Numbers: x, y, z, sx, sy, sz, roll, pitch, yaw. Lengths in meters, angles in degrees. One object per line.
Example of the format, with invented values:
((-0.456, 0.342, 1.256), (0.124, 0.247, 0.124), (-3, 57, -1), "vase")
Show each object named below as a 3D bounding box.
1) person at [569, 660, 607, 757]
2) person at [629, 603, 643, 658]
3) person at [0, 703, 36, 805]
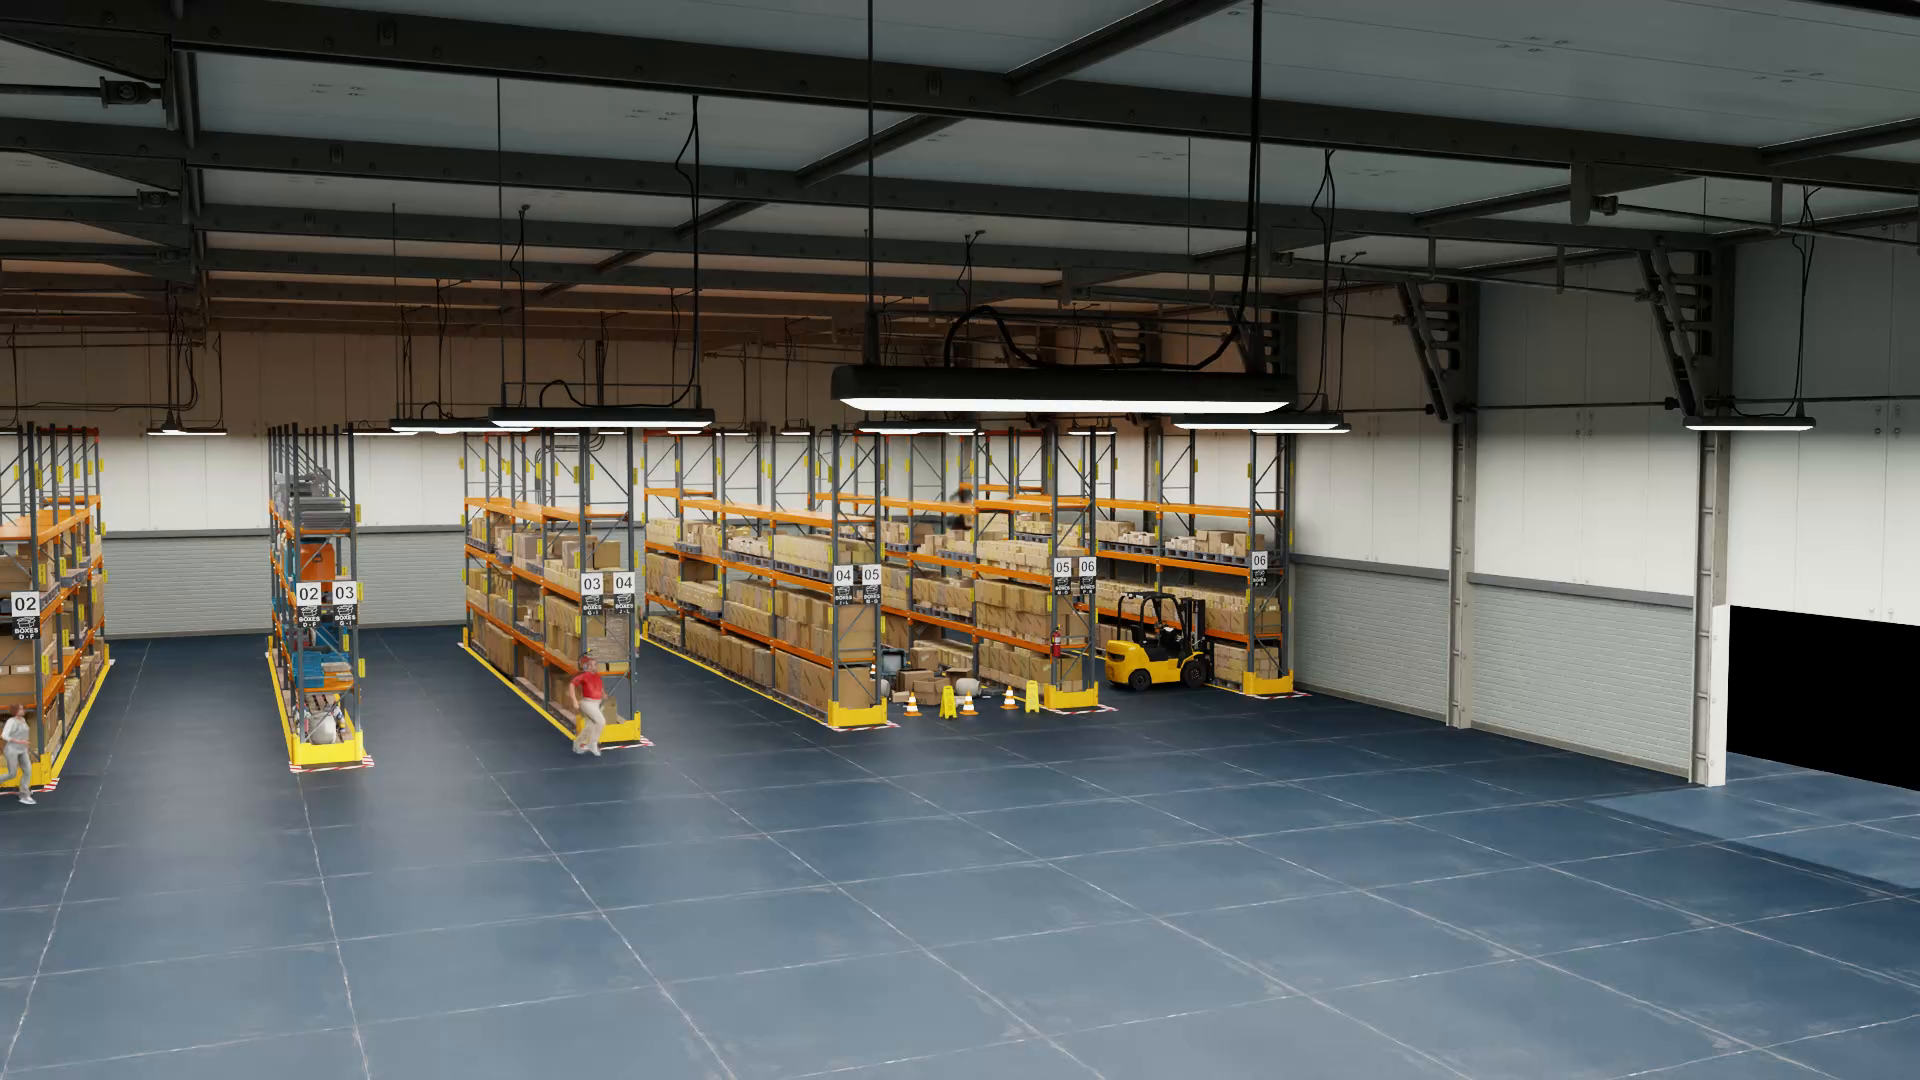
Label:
((-6.668, 3.030, 30.152), (0.684, 1.697, 0.660), (1, 4, 18), "person")
((-8.581, 2.218, 43.607), (0.587, 1.649, 1.014), (-1, 4, -20), "person")
((-14.813, 3.339, 26.046), (0.798, 1.582, 0.553), (0, 3, 4), "person")
